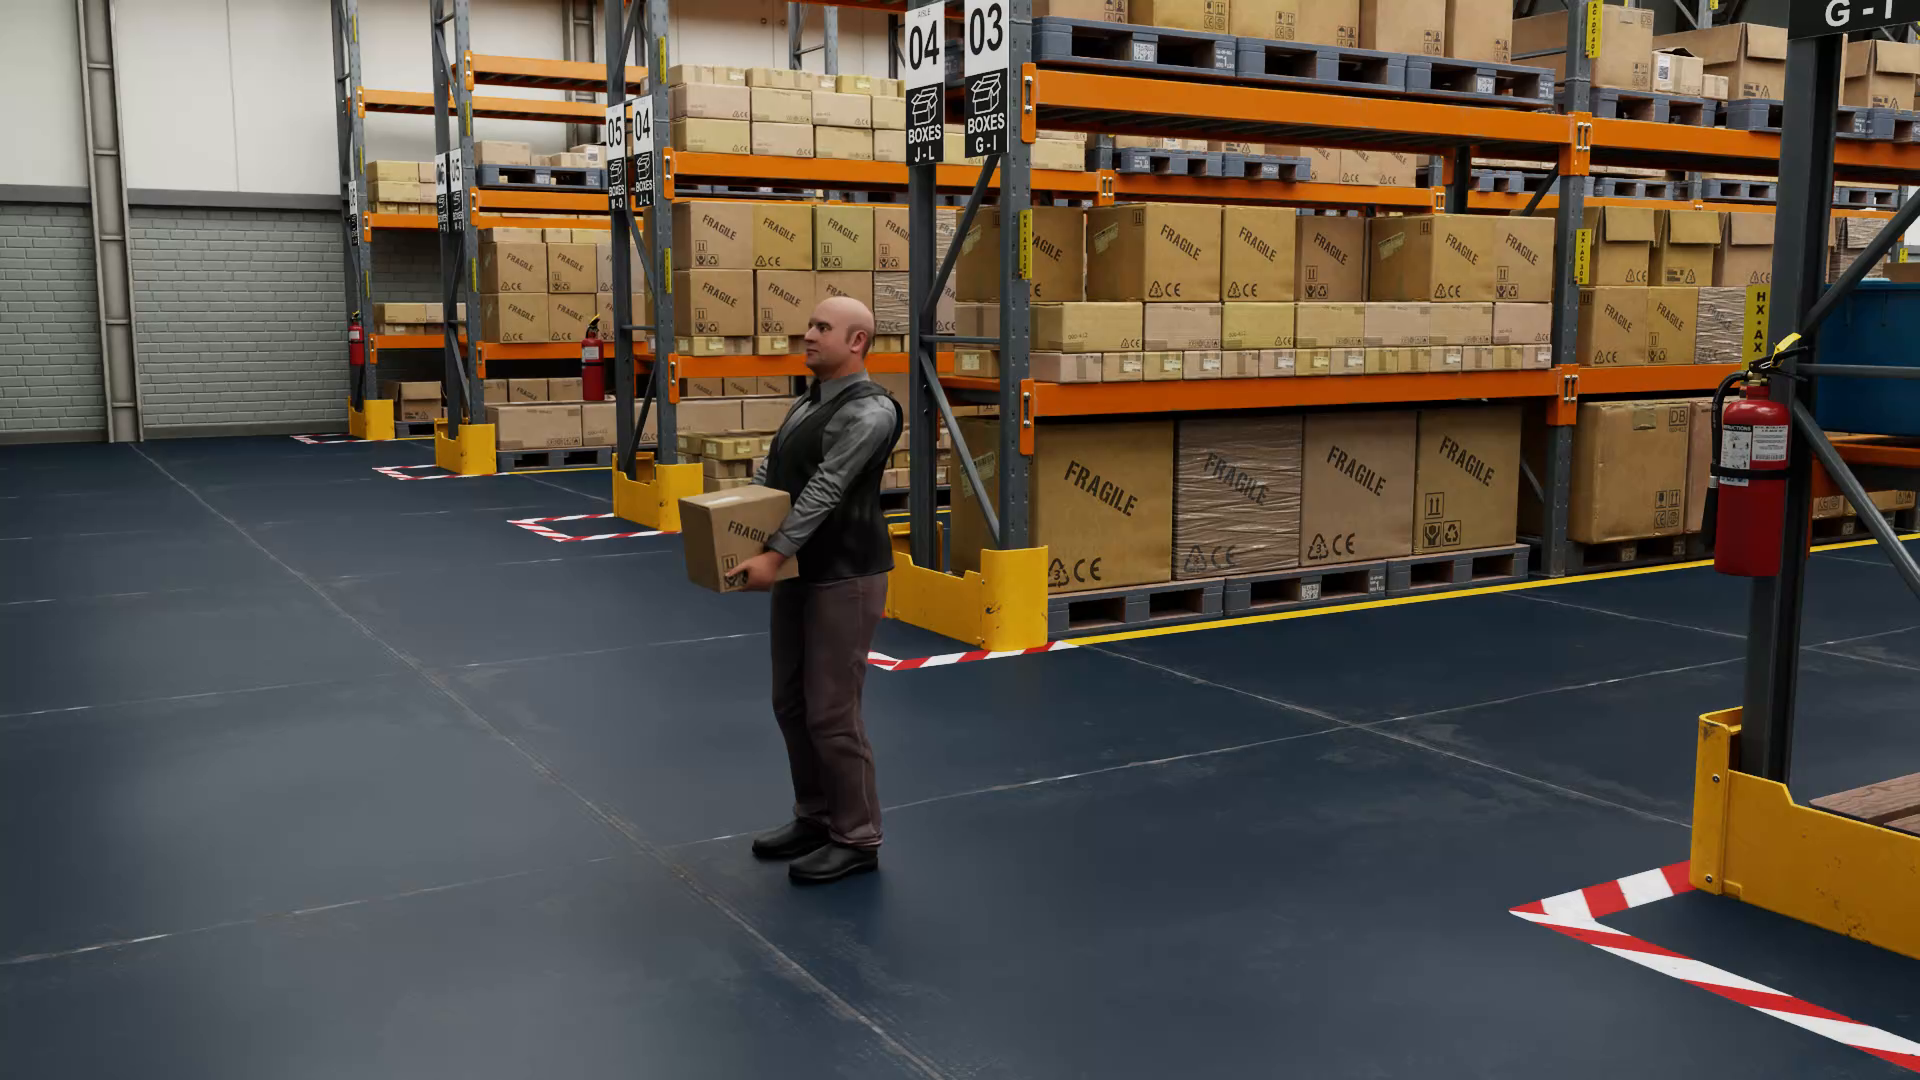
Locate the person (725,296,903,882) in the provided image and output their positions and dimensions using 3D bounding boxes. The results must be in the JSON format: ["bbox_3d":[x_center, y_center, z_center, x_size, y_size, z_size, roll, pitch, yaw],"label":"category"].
[{"bbox_3d":[-0.478,0.142,4.935,0.556,1.713,0.494,-5,9,-30],"label":"person"}]
